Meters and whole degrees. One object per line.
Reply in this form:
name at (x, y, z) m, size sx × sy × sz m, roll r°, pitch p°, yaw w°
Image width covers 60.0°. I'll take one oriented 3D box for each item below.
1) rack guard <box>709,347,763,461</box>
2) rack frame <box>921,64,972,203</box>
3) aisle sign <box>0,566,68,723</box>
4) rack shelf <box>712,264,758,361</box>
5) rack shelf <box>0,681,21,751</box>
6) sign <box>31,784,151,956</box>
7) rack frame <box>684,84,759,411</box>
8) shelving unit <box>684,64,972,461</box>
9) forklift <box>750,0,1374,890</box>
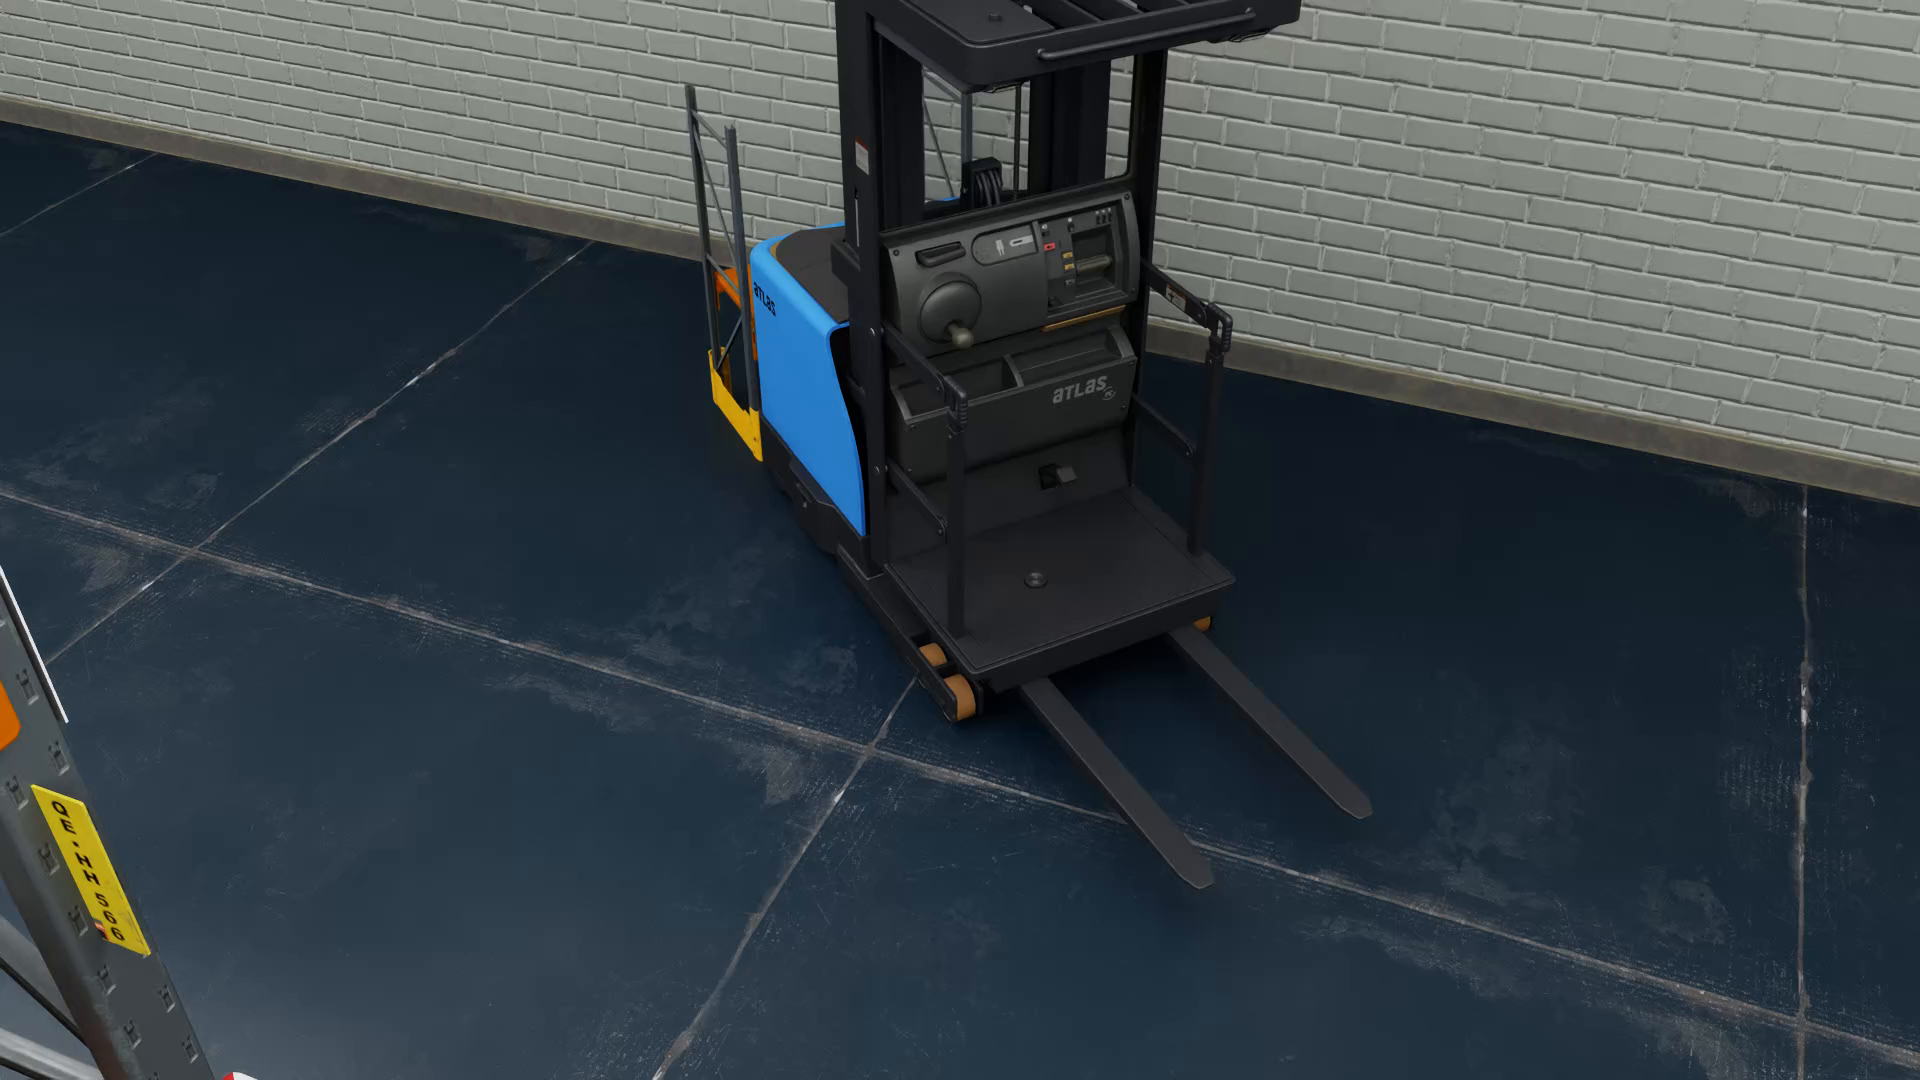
rack guard at (-0.966, -0.605, 7.351) m, size 0.087 × 0.250 × 0.587 m, roll -17°, pitch 40°, yaw -21°
rack frame at (-0.078, -1.378, 7.341) m, size 0.032 × 1.500 × 0.500 m, roll -17°, pitch 40°, yaw -21°
aisle sign at (-1.461, -0.099, 2.206) m, size 0.394 × 0.787 × 0.004 m, roll 14°, pitch 39°, yaw 18°
rack shelf at (-0.531, -1.095, 7.263) m, size 1.000 × 0.185 × 0.538 m, roll -17°, pitch 40°, yaw -21°
rack shelf at (-2.527, 1.108, 0.858) m, size 1.077 × 0.370 × 4.000 m, roll 14°, pitch 39°, yaw 18°
sign at (-1.269, 0.486, 2.429) m, size 0.100 × 0.325 × 0.005 m, roll 14°, pitch 39°, yaw 18°
rack frame at (-0.983, -1.101, 6.970) m, size 0.032 × 1.500 × 0.500 m, roll -17°, pitch 40°, yaw -21°
shelving unit at (-0.523, -1.242, 7.159) m, size 1.083 × 1.500 × 0.587 m, roll -17°, pitch 40°, yaw -21°
forklift at (0.296, -0.842, 5.428) m, size 1.130 × 2.935 × 3.031 m, roll -18°, pitch 40°, yaw -22°
